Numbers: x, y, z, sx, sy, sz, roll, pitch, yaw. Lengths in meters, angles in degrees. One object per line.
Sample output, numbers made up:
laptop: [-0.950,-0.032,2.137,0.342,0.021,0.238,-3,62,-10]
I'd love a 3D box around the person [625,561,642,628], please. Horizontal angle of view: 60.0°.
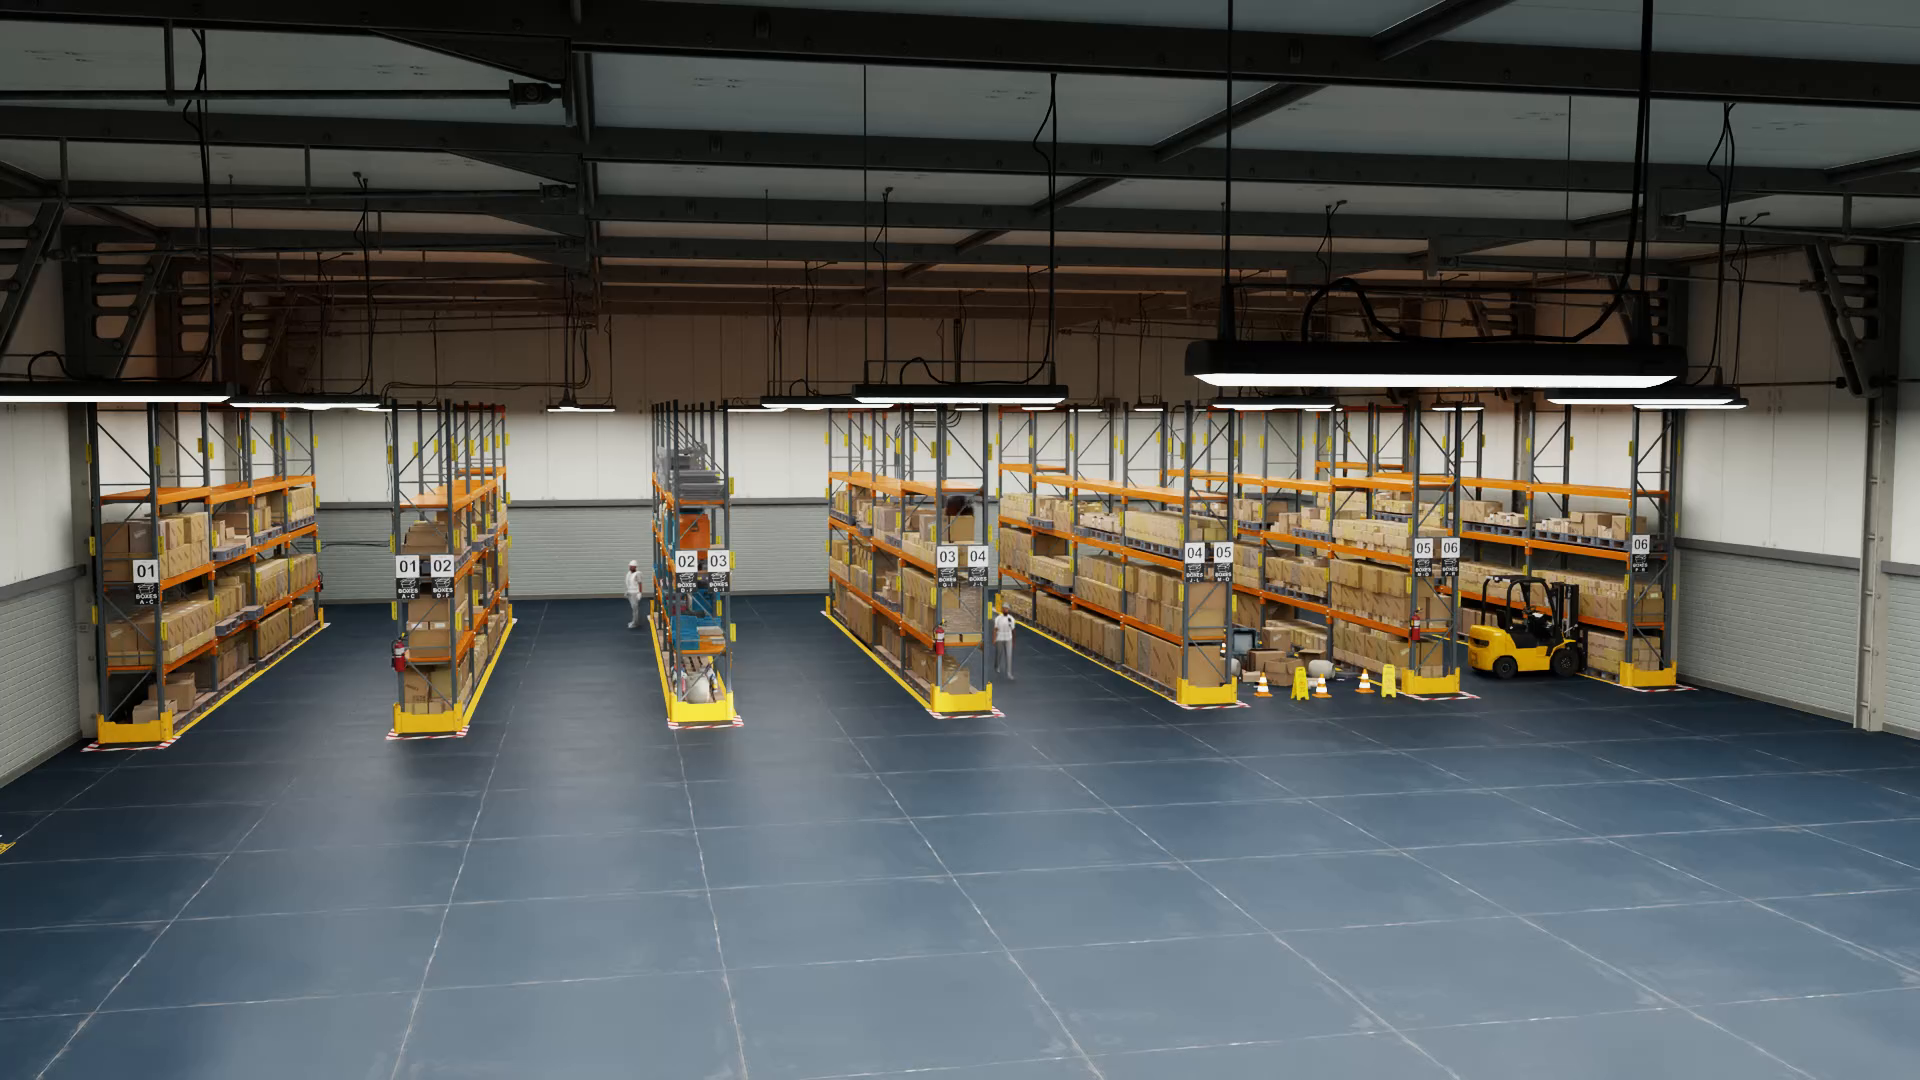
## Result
person: [-8.899,1.453,44.964,0.543,1.797,0.612,-4,6,-42]

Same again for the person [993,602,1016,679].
person: [0.951,2.174,36.169,0.543,1.645,0.976,-1,4,-7]

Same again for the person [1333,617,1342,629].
person: [9.744,1.580,43.142,0.400,1.782,0.629,0,4,-1]
